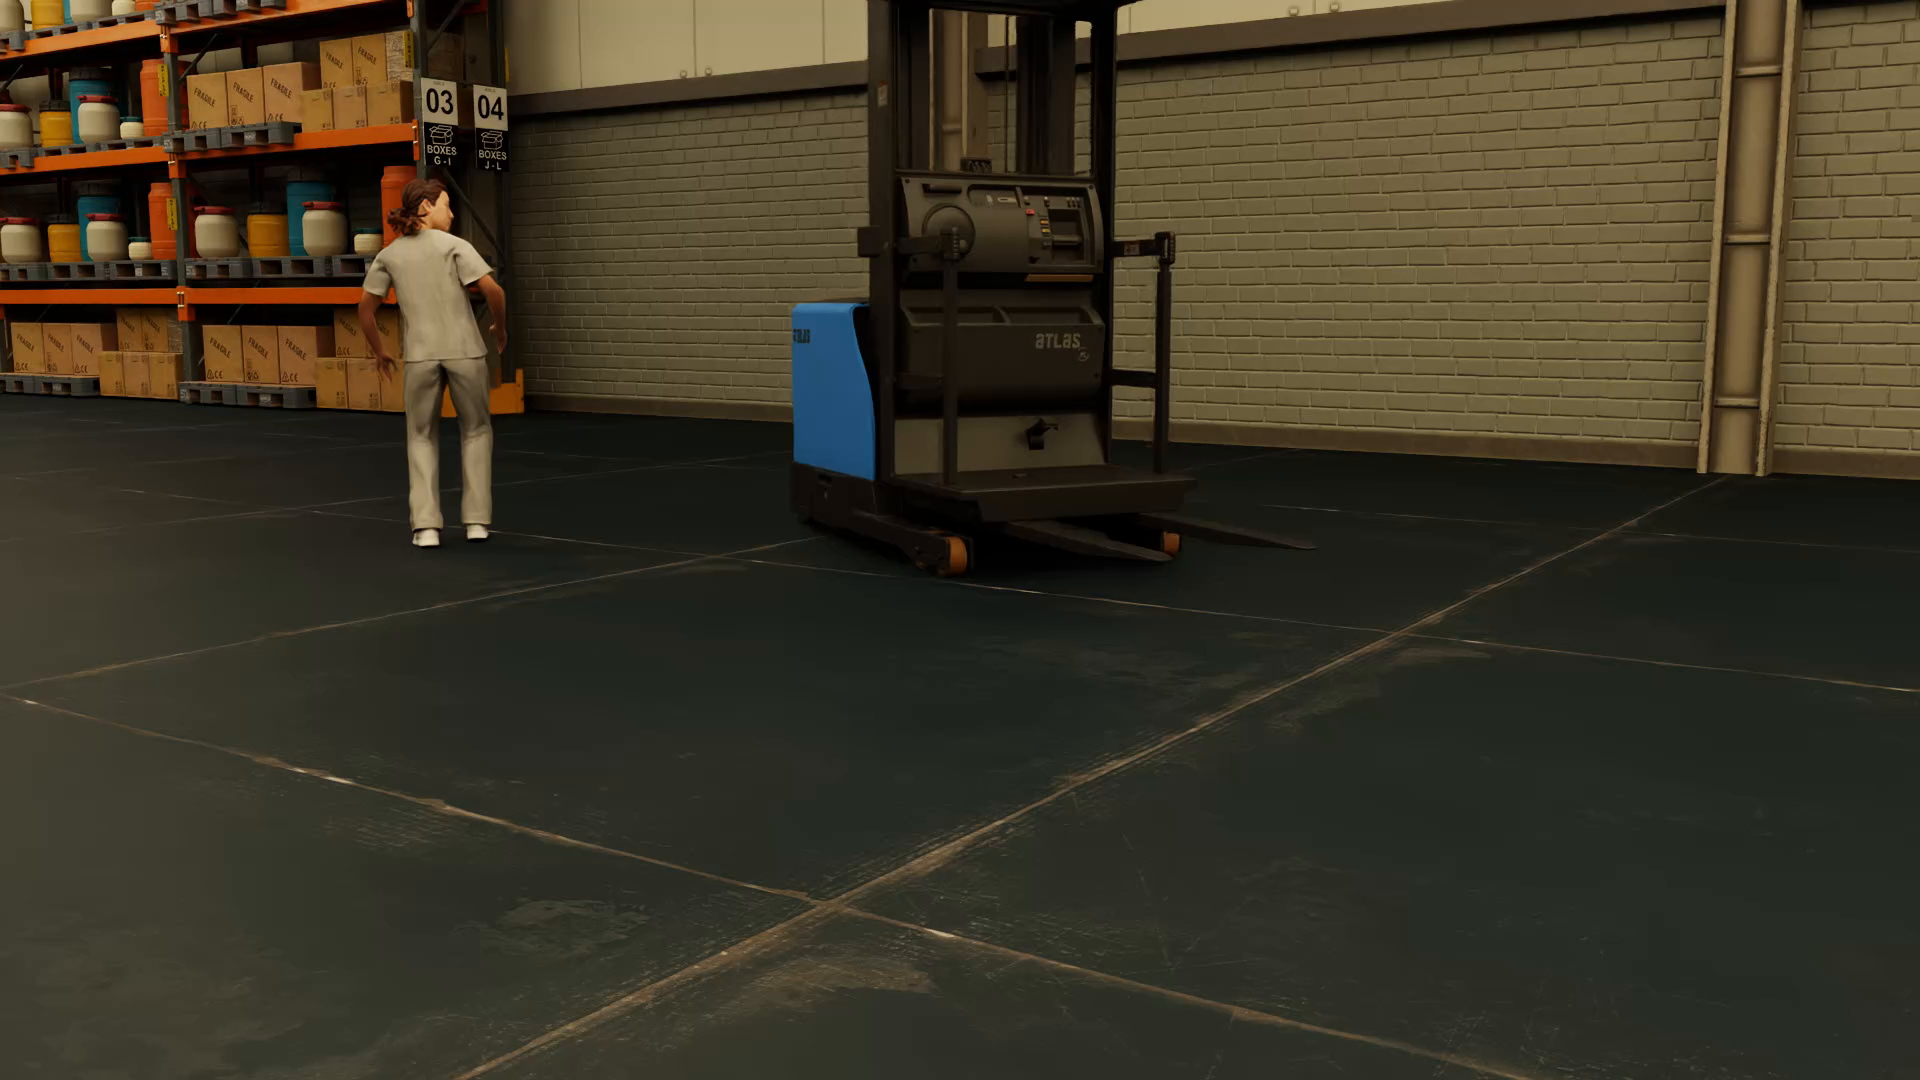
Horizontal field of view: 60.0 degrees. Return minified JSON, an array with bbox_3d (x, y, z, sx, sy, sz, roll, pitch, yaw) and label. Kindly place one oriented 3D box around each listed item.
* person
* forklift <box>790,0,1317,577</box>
[{"bbox_3d":[-2.342,-0.791,7.450,0.644,1.628,0.472,-1,8,-6],"label":"person"},{"bbox_3d":[0.283,-1.374,6.858,1.130,2.935,3.031,-4,9,-26],"label":"forklift"}]
